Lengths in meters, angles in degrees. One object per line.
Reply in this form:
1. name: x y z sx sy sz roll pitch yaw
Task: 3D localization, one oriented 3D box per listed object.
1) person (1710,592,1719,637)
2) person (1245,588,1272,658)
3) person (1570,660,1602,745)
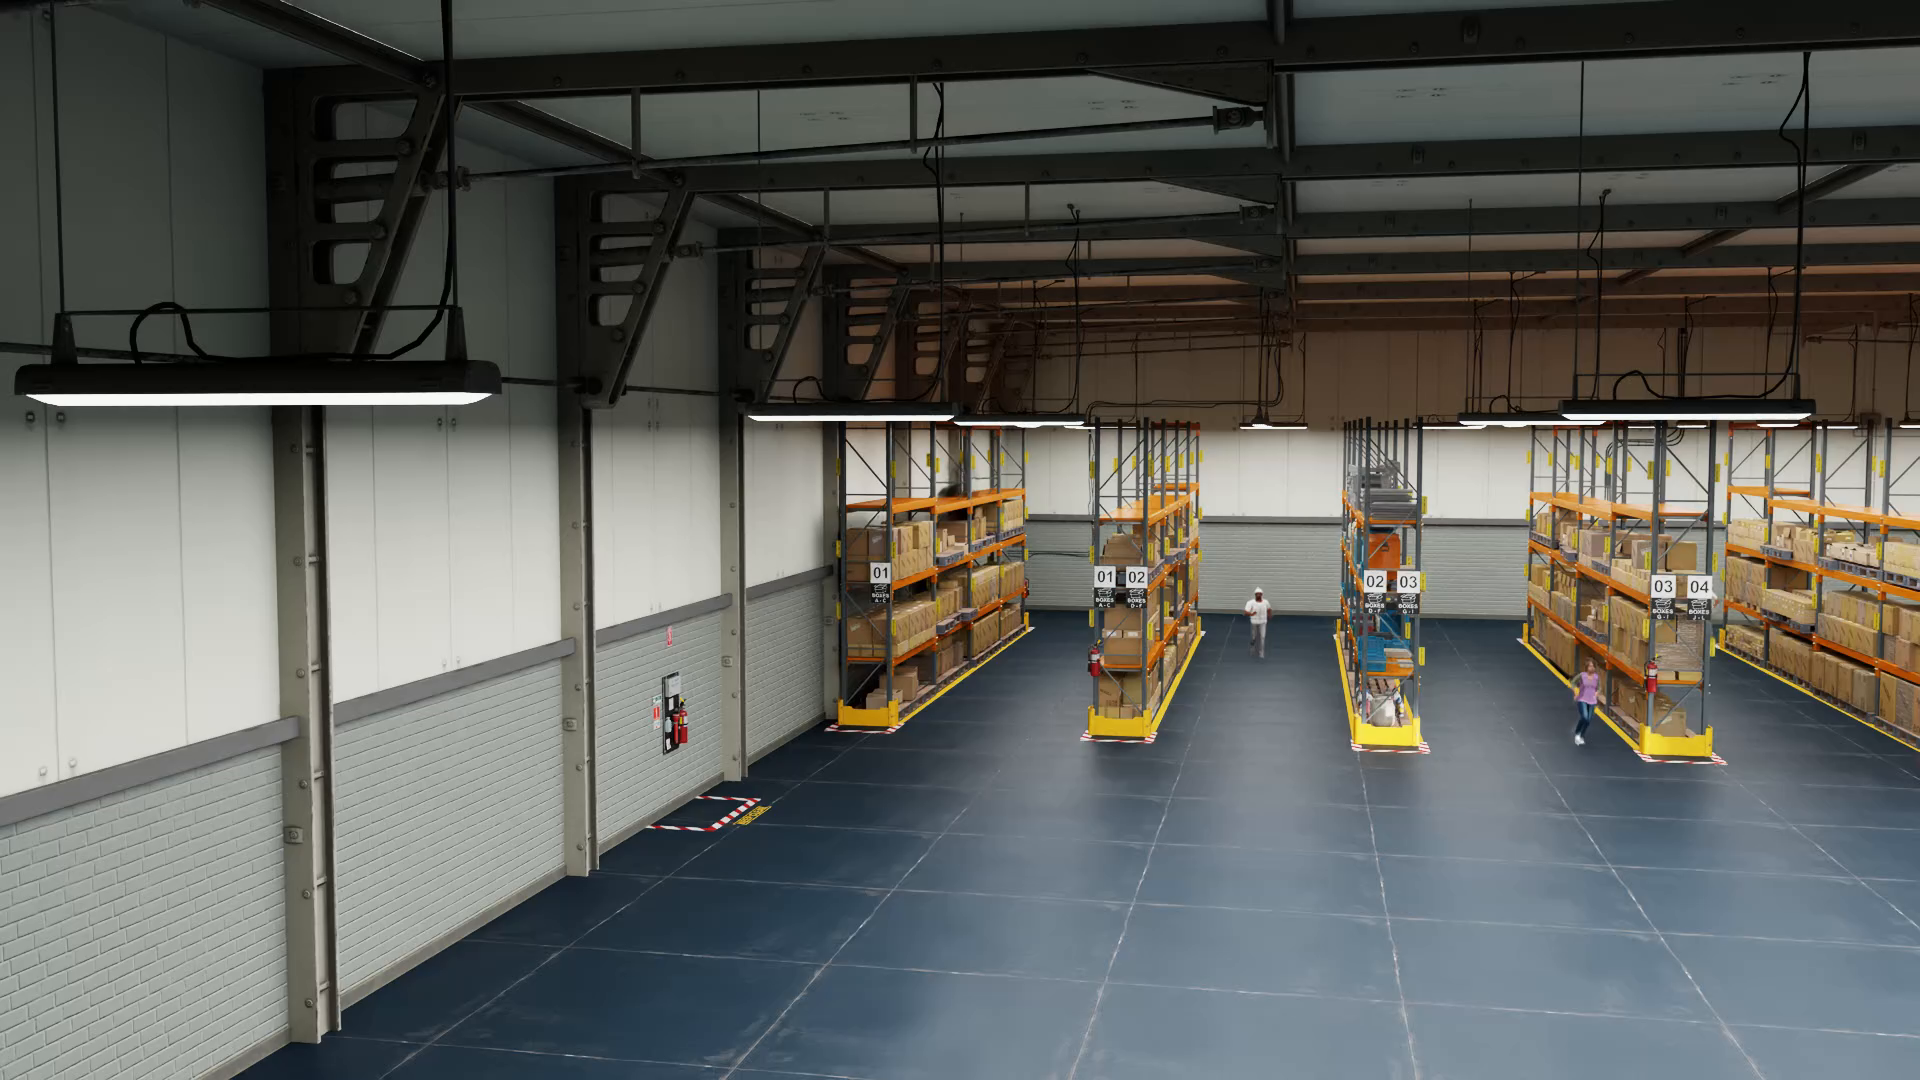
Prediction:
1. person: 20.307 1.982 45.267 0.720 1.702 0.687 0 4 -1
2. person: 7.588 2.101 42.259 0.712 1.747 0.929 0 4 0
3. person: 11.437 2.967 30.336 0.515 1.553 0.622 0 4 4
